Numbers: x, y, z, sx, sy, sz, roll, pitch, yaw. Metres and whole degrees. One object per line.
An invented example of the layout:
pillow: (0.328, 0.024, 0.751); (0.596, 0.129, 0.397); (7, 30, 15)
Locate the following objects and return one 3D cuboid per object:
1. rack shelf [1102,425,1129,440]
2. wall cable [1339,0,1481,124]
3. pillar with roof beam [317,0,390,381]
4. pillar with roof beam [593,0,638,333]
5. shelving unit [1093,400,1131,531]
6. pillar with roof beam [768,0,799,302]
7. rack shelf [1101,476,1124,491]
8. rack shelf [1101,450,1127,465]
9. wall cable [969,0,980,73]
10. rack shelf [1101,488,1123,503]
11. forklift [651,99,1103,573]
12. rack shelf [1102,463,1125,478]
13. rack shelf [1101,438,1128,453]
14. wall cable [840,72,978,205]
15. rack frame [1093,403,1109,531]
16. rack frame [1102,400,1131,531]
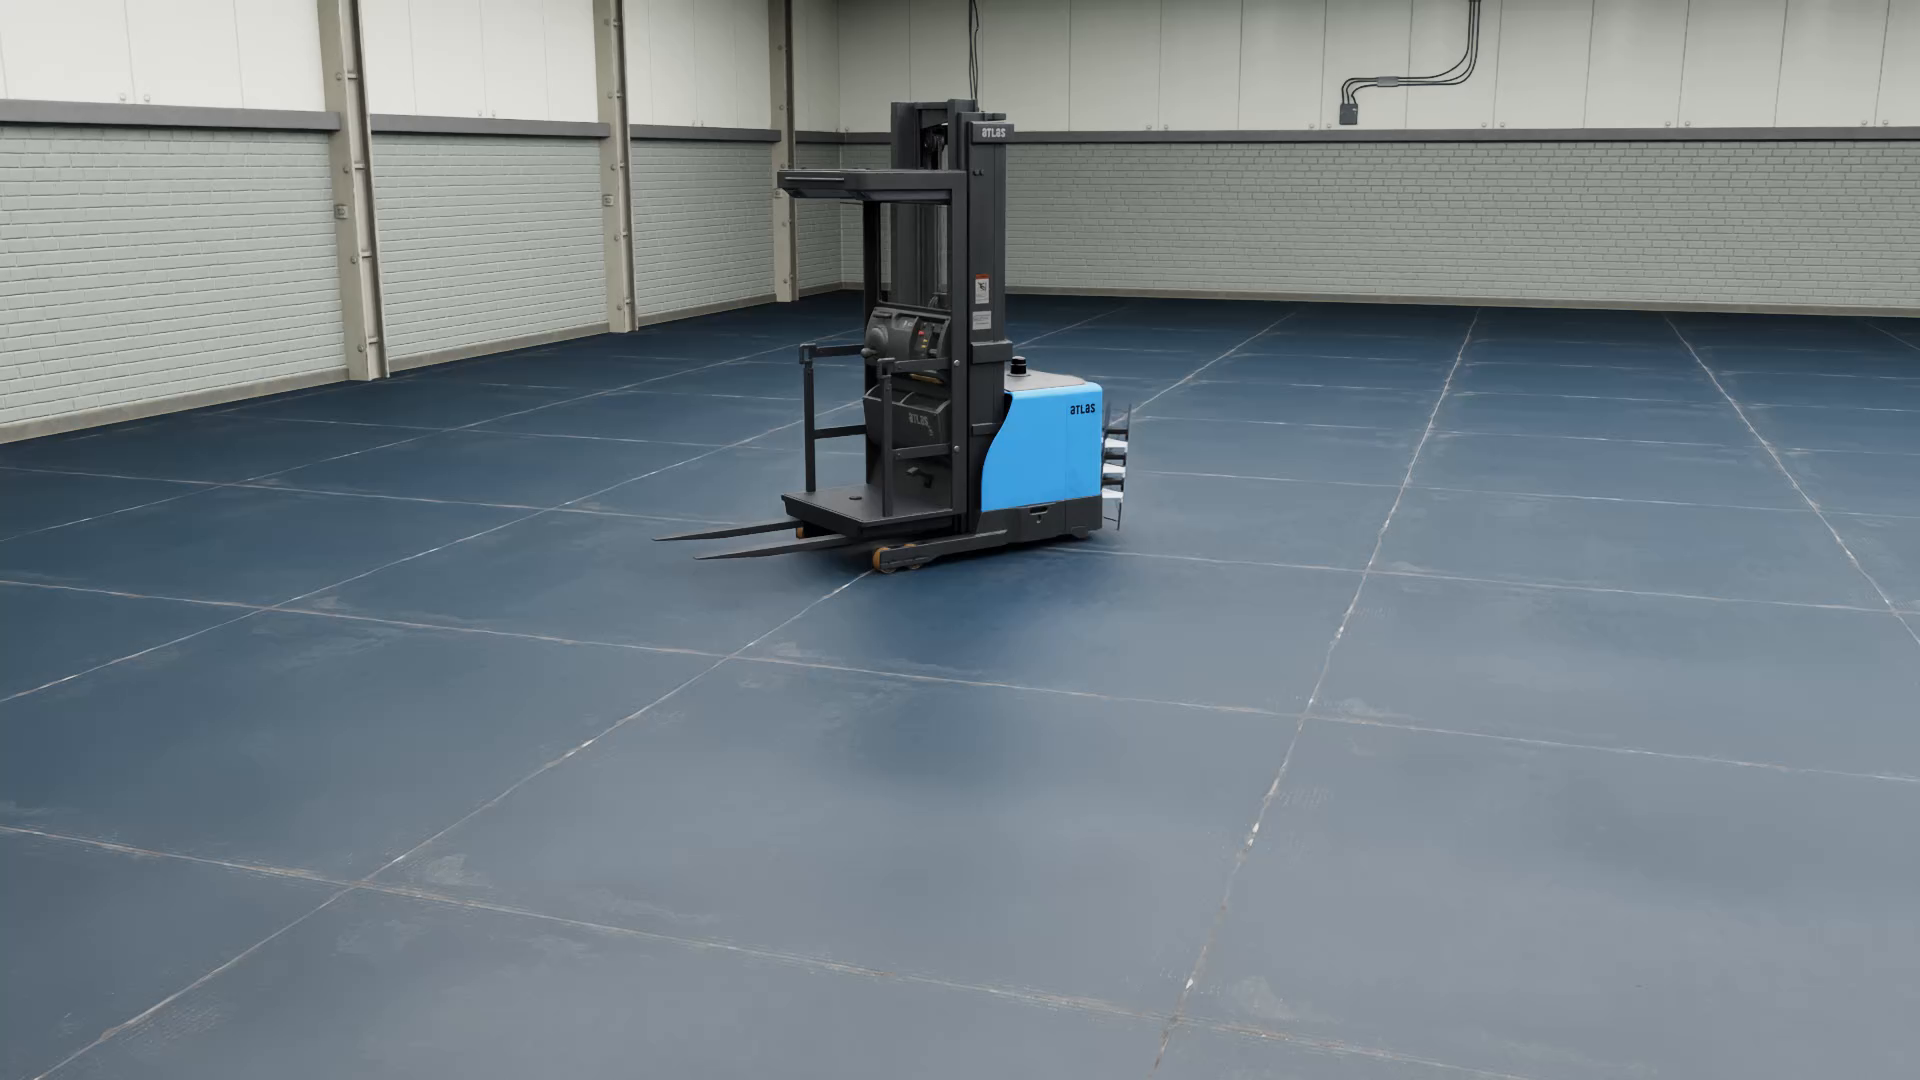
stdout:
rack shelf: (1.029, -0.760, 11.701); (0.200, 0.077, 0.258); (-2, 12, -34)
wall cable: (7.946, -10.358, 29.003); (2.305, 6.003, 0.169); (4, 14, 18)
pillar with roof beam: (-3.045, -6.025, 17.662); (9.100, 9.000, 0.400); (4, 14, 18)
pillar with roof beam: (-1.104, -7.288, 23.197); (9.100, 9.000, 0.400); (4, 14, 18)
shelving unit: (1.011, -0.528, 11.741); (0.210, 0.900, 0.258); (-2, 12, -34)
pillar with roof beam: (0.837, -8.552, 28.732); (9.100, 9.000, 0.400); (4, 14, 18)
rack shelf: (1.001, -0.406, 11.763); (0.200, 0.077, 0.258); (-2, 12, -34)
rack shelf: (1.015, -0.583, 11.732); (0.200, 0.077, 0.258); (-2, 12, -34)
wall cable: (1.528, -10.140, 31.320); (3.097, 2.526, 0.112); (4, 14, 18)
rack shelf: (0.995, -0.318, 11.778); (0.200, 0.077, 0.258); (-2, 12, -34)
forklift: (-0.518, -1.350, 10.817); (3.031, 2.935, 1.130); (-9, 15, -33)
rack shelf: (1.008, -0.495, 11.747); (0.200, 0.077, 0.258); (-2, 12, -34)
rack shelf: (1.022, -0.672, 11.716); (0.200, 0.077, 0.258); (-2, 12, -34)
wall cable: (-1.032, -7.873, 32.736); (3.097, 2.526, 0.112); (4, 14, 18)
rack frame: (0.927, -0.524, 11.684); (0.006, 0.900, 0.240); (-2, 12, -34)
rack frame: (1.095, -0.531, 11.799); (0.006, 0.900, 0.240); (-2, 12, -34)
